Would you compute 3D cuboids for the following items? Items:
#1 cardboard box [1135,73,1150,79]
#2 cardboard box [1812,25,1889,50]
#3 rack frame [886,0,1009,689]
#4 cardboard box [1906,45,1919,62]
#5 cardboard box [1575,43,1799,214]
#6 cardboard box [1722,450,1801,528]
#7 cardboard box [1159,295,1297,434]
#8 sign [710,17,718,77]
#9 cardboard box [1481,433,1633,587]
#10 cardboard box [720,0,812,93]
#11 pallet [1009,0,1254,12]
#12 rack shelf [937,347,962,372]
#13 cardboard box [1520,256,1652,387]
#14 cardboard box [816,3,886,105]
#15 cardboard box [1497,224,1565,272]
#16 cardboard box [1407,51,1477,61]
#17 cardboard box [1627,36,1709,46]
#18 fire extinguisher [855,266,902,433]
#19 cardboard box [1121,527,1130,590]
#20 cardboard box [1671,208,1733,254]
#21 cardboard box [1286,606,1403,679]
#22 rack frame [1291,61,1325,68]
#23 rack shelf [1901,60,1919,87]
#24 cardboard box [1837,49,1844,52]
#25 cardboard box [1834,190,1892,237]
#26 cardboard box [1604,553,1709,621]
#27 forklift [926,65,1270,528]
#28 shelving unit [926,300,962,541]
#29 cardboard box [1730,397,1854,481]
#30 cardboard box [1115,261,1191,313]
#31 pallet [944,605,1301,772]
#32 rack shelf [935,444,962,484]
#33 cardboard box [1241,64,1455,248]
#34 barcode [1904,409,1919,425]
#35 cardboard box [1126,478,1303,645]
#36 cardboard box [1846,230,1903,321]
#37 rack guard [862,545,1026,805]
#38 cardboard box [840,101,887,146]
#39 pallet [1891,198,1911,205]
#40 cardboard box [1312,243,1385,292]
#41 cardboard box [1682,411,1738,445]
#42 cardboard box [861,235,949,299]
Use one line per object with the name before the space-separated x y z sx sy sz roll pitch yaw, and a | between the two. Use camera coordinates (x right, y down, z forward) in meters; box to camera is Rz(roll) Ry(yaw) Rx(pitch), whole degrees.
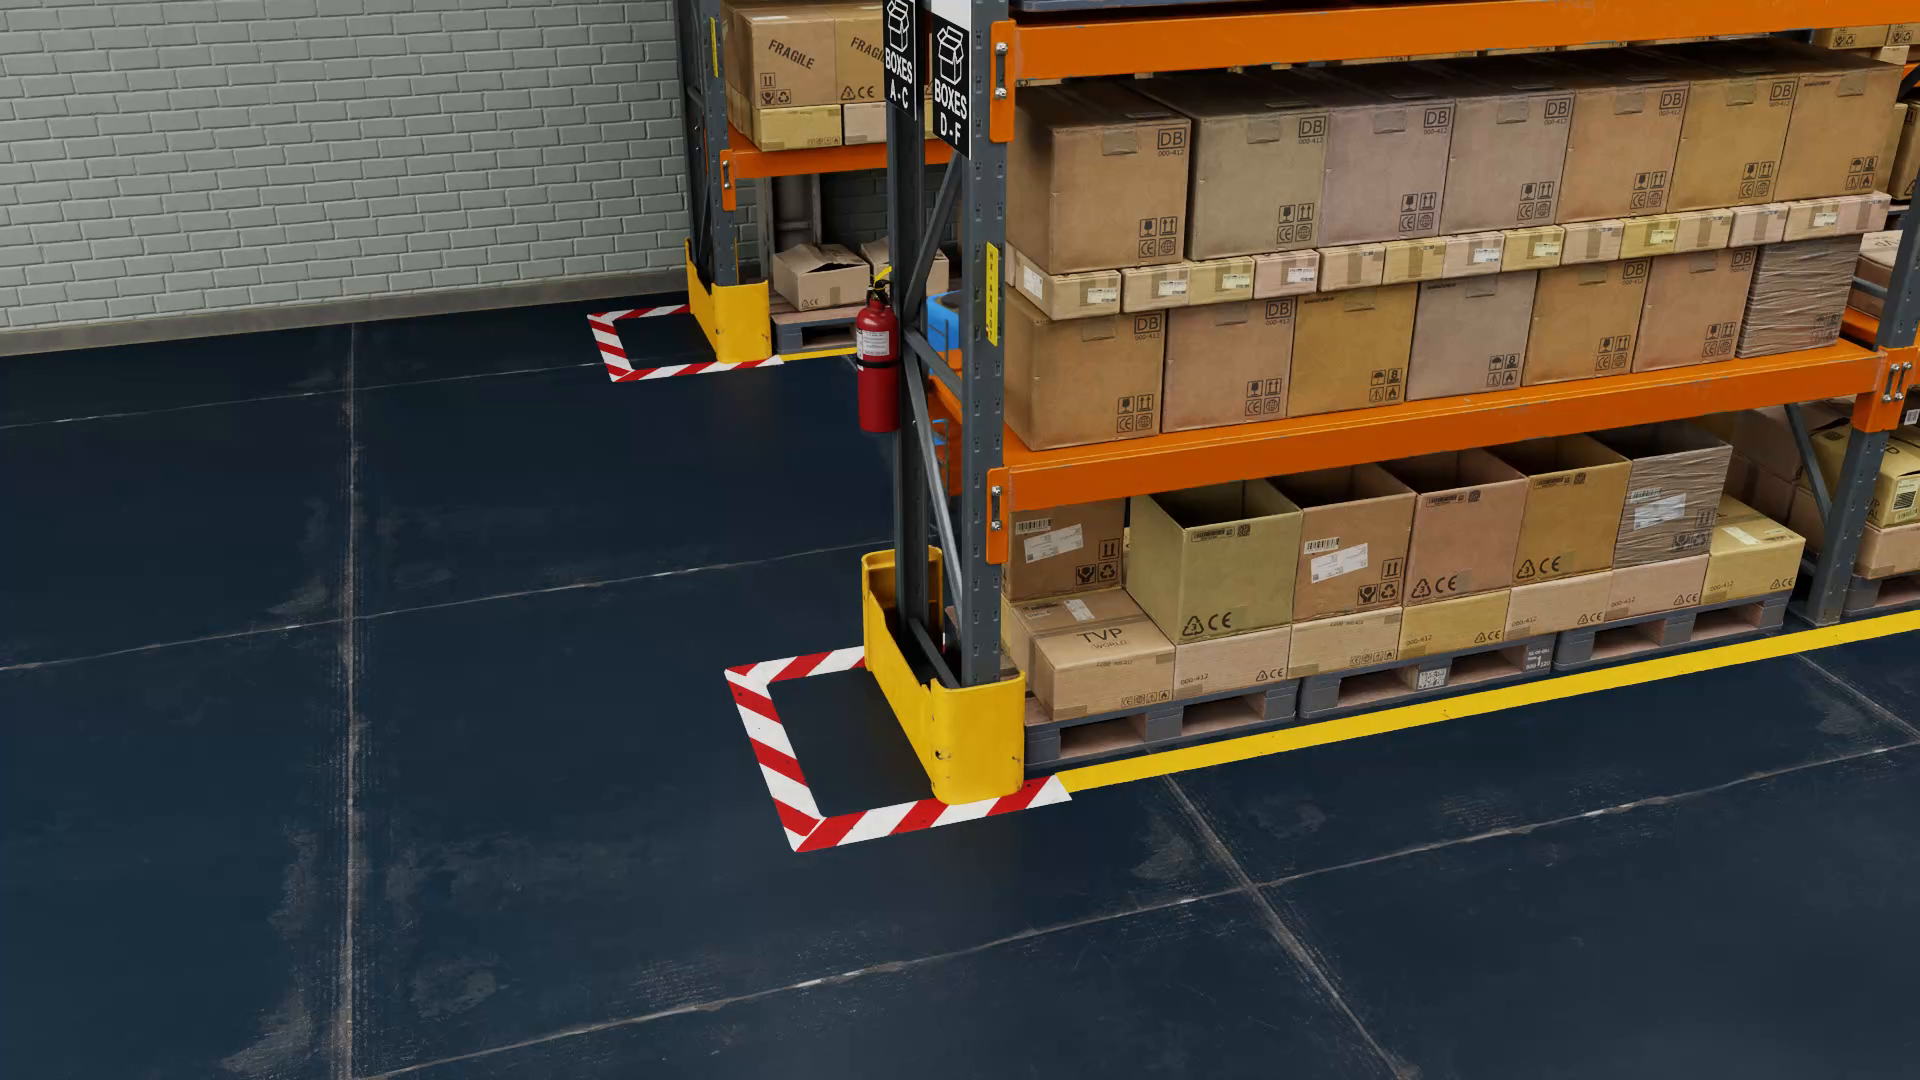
cardboard box | 0.895 -3.205 10.635 0.500 0.500 0.500 -9 28 -18
cardboard box | 6.548 -3.955 12.375 0.500 0.500 0.500 -7 27 -15
rack frame | -0.062 -0.614 6.114 0.127 3.000 1.000 -8 28 -16
cardboard box | 7.114 -3.772 12.735 0.250 0.149 0.380 -9 28 -17
cardboard box | 2.842 -1.657 6.643 0.500 0.500 0.700 -8 28 -16
cardboard box | 4.046 -0.301 8.103 0.500 0.250 0.500 -9 28 -17
cardboard box | 0.884 -0.792 6.360 0.500 0.500 0.700 -8 27 -15
sign | -1.431 -2.867 9.677 0.005 0.325 0.100 -8 28 -16
cardboard box | 2.415 -0.167 6.989 0.500 0.500 0.500 -8 28 -16
cardboard box | -1.217 -3.141 10.506 0.500 0.500 0.500 -9 28 -17
pallet | 0.619 -2.005 5.641 1.213 0.211 1.003 -8 28 -16
rack shelf | -0.029 -0.810 7.822 0.180 0.103 0.258 -13 29 -24
cardboard box | 2.344 -1.003 6.785 0.500 0.500 0.700 -8 27 -15
cardboard box | -0.579 -2.988 10.199 0.500 0.500 0.500 -8 28 -16
cardboard box | 2.090 -1.160 6.372 0.250 0.149 0.380 -7 27 -14
cardboard box | 3.232 -3.630 11.582 0.500 0.500 0.700 -5 27 -11
cardboard box | 5.041 -3.894 12.114 0.500 0.500 0.700 -11 28 -21
fire extinguisher | -0.318 -0.760 6.494 0.183 0.674 0.296 -8 28 -16
cardboard box | 0.828 0.157 7.181 0.500 0.250 0.500 -8 28 -16
cardboard box | 2.816 -1.265 6.584 0.250 0.149 0.380 -8 28 -16
cardboard box | 1.467 0.310 6.871 0.500 0.250 0.500 -8 28 -16
rack frame | 2.204 -3.259 11.441 0.127 3.000 1.000 -8 28 -16
rack shelf | 7.909 -3.763 13.265 4.000 0.370 1.077 -8 28 -16
cardboard box | 6.392 -3.654 12.496 0.250 0.149 0.380 -9 28 -17
cardboard box | 3.549 -1.372 6.799 0.250 0.149 0.380 -8 28 -16
cardboard box | 2.890 0.099 7.296 0.500 0.250 0.500 -8 28 -16
forklift | 1.302 -1.718 8.415 3.031 2.935 1.130 -15 30 -28
shelving unit | -0.029 -0.527 7.962 0.189 1.200 0.258 -13 29 -24
cardboard box | 4.038 -0.550 7.973 0.500 0.311 0.500 -8 28 -16
cardboard box | 0.628 -0.950 5.948 0.250 0.149 0.380 -9 28 -17
pallet | 0.652 0.512 6.982 1.213 0.211 1.003 -8 28 -16
rack shelf | -0.029 -0.380 8.035 0.180 0.103 0.258 -13 29 -24
cardboard box | 1.414 -1.451 6.227 0.500 0.500 0.700 -8 28 -16
barcode | 4.113 -0.532 7.184 0.075 0.075 0.001 -8 28 -16
cardboard box | 0.992 0.044 6.565 0.500 0.500 0.500 -8 28 -16
cardboard box | 4.196 -1.184 7.430 0.500 0.250 0.500 -7 27 -13
rack guard | -0.085 0.509 6.663 0.348 0.500 1.175 -8 28 -16
cardboard box | -0.548 -2.660 10.382 0.500 0.250 0.500 -9 28 -18
pallet | 7.938 -2.804 13.660 1.213 0.211 1.003 -8 28 -16
cardboard box | 1.359 -1.055 6.161 0.250 0.149 0.380 -9 28 -18
cardboard box | 3.204 -0.526 7.713 0.500 0.500 0.500 -8 28 -16
cardboard box | -0.372 -1.837 11.105 0.500 0.311 0.500 -6 27 -12
